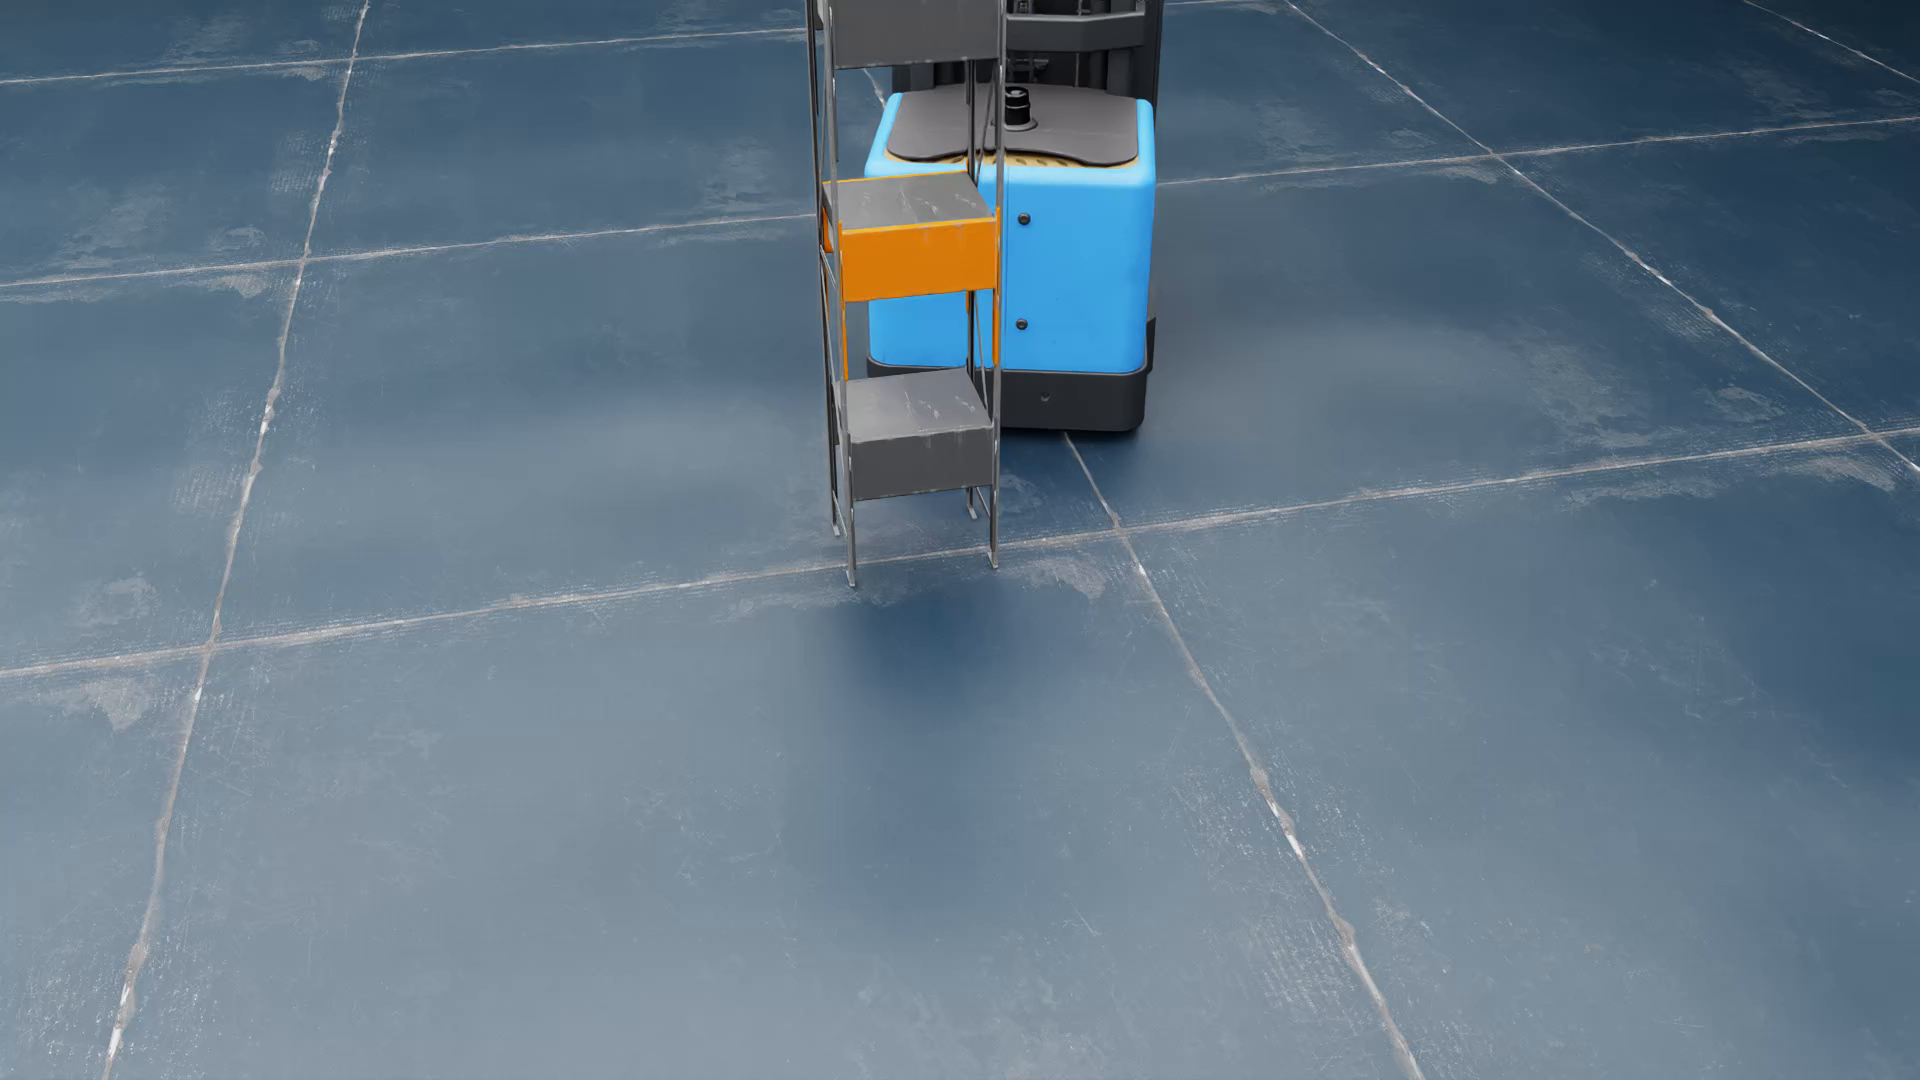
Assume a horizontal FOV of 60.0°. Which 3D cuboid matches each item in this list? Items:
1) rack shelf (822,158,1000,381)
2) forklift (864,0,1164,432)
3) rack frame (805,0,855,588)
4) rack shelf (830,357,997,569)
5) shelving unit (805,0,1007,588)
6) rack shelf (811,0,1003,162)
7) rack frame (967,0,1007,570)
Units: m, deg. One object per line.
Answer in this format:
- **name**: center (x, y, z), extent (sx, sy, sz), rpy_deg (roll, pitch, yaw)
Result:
- **rack shelf**: center (-0.161, -0.840, 5.142), extent (0.480, 0.518, 0.431), rpy_deg (-7, 35, -11)
- **forklift**: center (0.285, -2.422, 6.729), extent (1.130, 2.935, 3.031), rpy_deg (3, 34, 4)
- **rack frame**: center (-0.399, -0.822, 5.090), extent (0.015, 2.100, 0.400), rpy_deg (-7, 35, -11)
- **rack shelf**: center (-0.161, -0.259, 5.532), extent (0.480, 0.518, 0.431), rpy_deg (-7, 35, -11)
- **shelving unit**: center (-0.161, -0.852, 5.135), extent (0.503, 2.100, 0.431), rpy_deg (-7, 35, -11)
- **rack shelf**: center (-0.161, -1.421, 4.752), extent (0.480, 0.518, 0.431), rpy_deg (-7, 35, -11)
- **rack frame**: center (0.077, -0.882, 5.179), extent (0.015, 2.100, 0.400), rpy_deg (-7, 35, -11)
